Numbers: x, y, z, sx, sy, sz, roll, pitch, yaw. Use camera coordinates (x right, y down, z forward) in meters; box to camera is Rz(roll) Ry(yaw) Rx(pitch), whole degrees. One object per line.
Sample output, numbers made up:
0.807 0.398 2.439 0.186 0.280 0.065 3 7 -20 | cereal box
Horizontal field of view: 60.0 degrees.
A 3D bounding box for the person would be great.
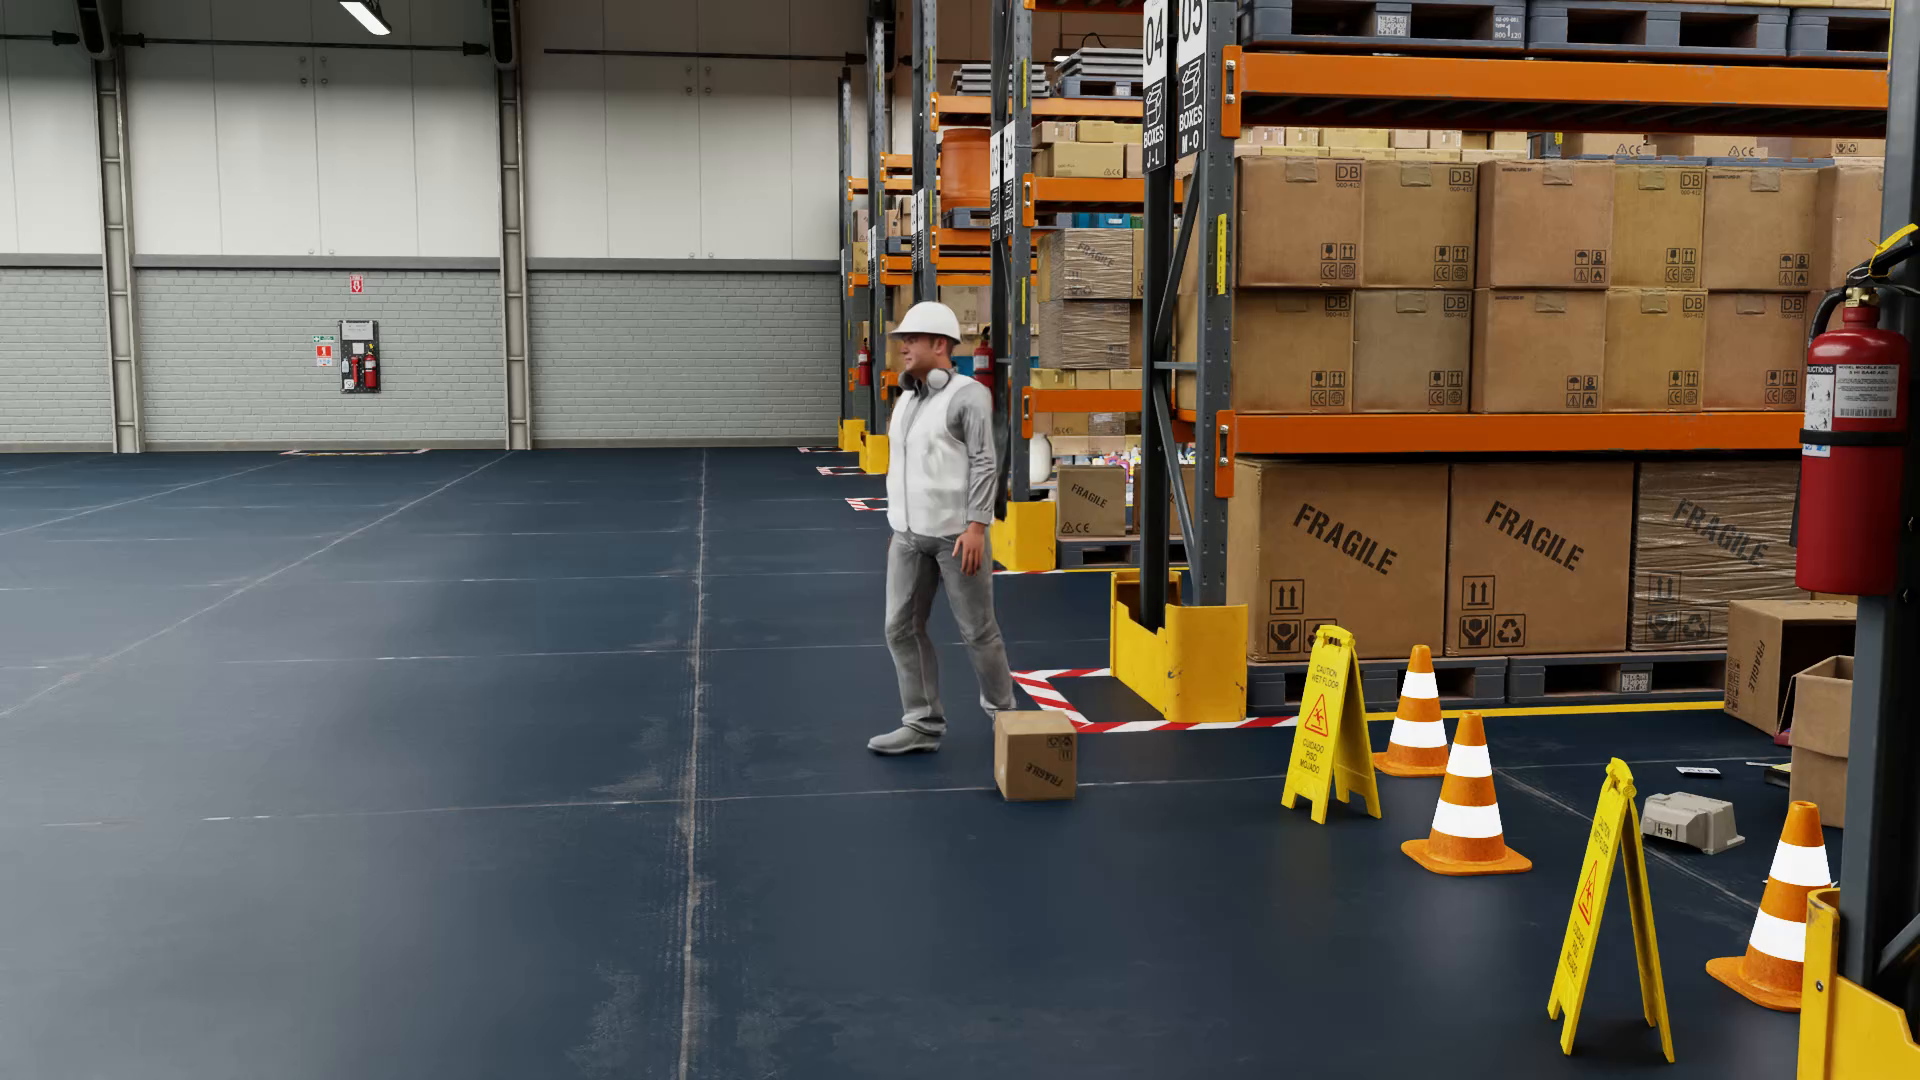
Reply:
-0.053 -0.049 6.557 0.592 1.764 0.608 6 9 45 | person
